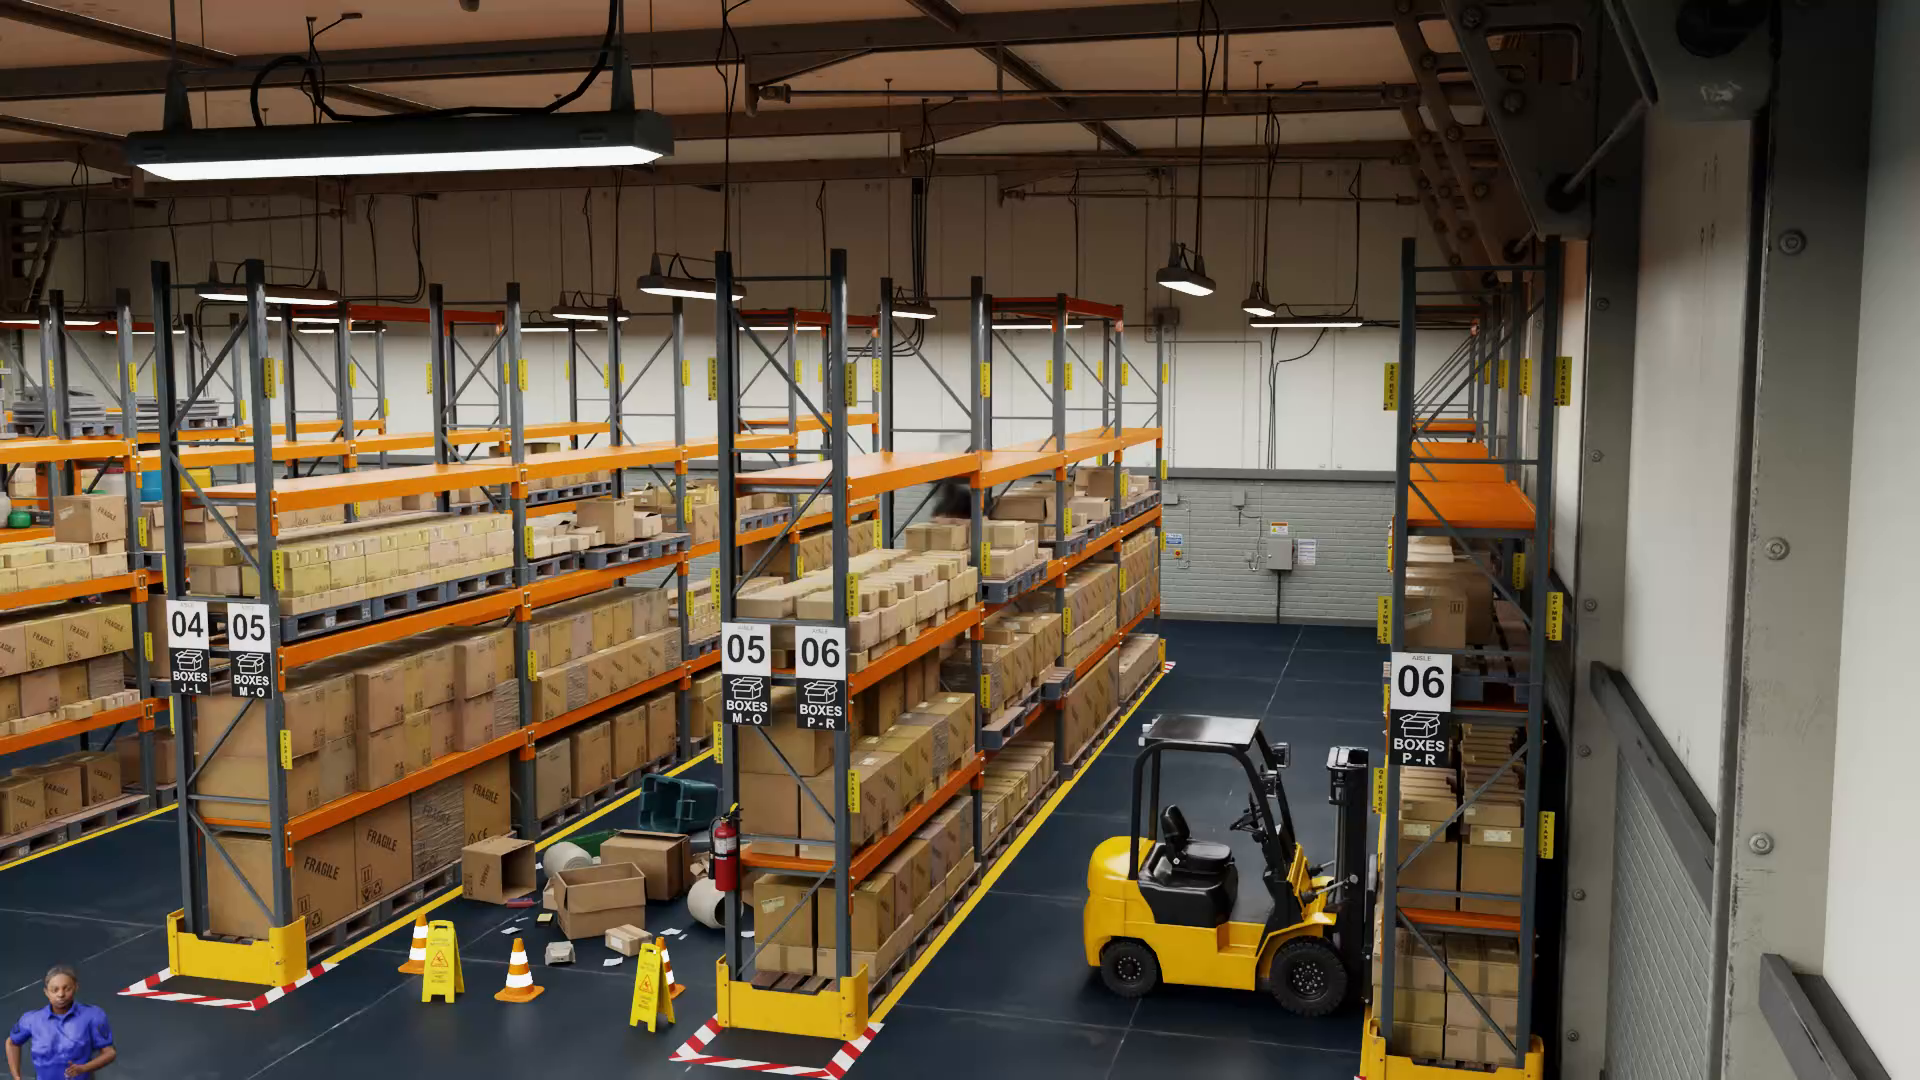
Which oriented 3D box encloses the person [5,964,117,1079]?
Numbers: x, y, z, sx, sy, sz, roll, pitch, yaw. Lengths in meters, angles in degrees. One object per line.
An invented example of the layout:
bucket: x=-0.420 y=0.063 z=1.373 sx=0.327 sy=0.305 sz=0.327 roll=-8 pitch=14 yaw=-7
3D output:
person: x=-5.230 y=3.321 z=9.719 sx=0.549 sy=1.719 sz=0.778 roll=-4 pitch=7 yaw=-32
